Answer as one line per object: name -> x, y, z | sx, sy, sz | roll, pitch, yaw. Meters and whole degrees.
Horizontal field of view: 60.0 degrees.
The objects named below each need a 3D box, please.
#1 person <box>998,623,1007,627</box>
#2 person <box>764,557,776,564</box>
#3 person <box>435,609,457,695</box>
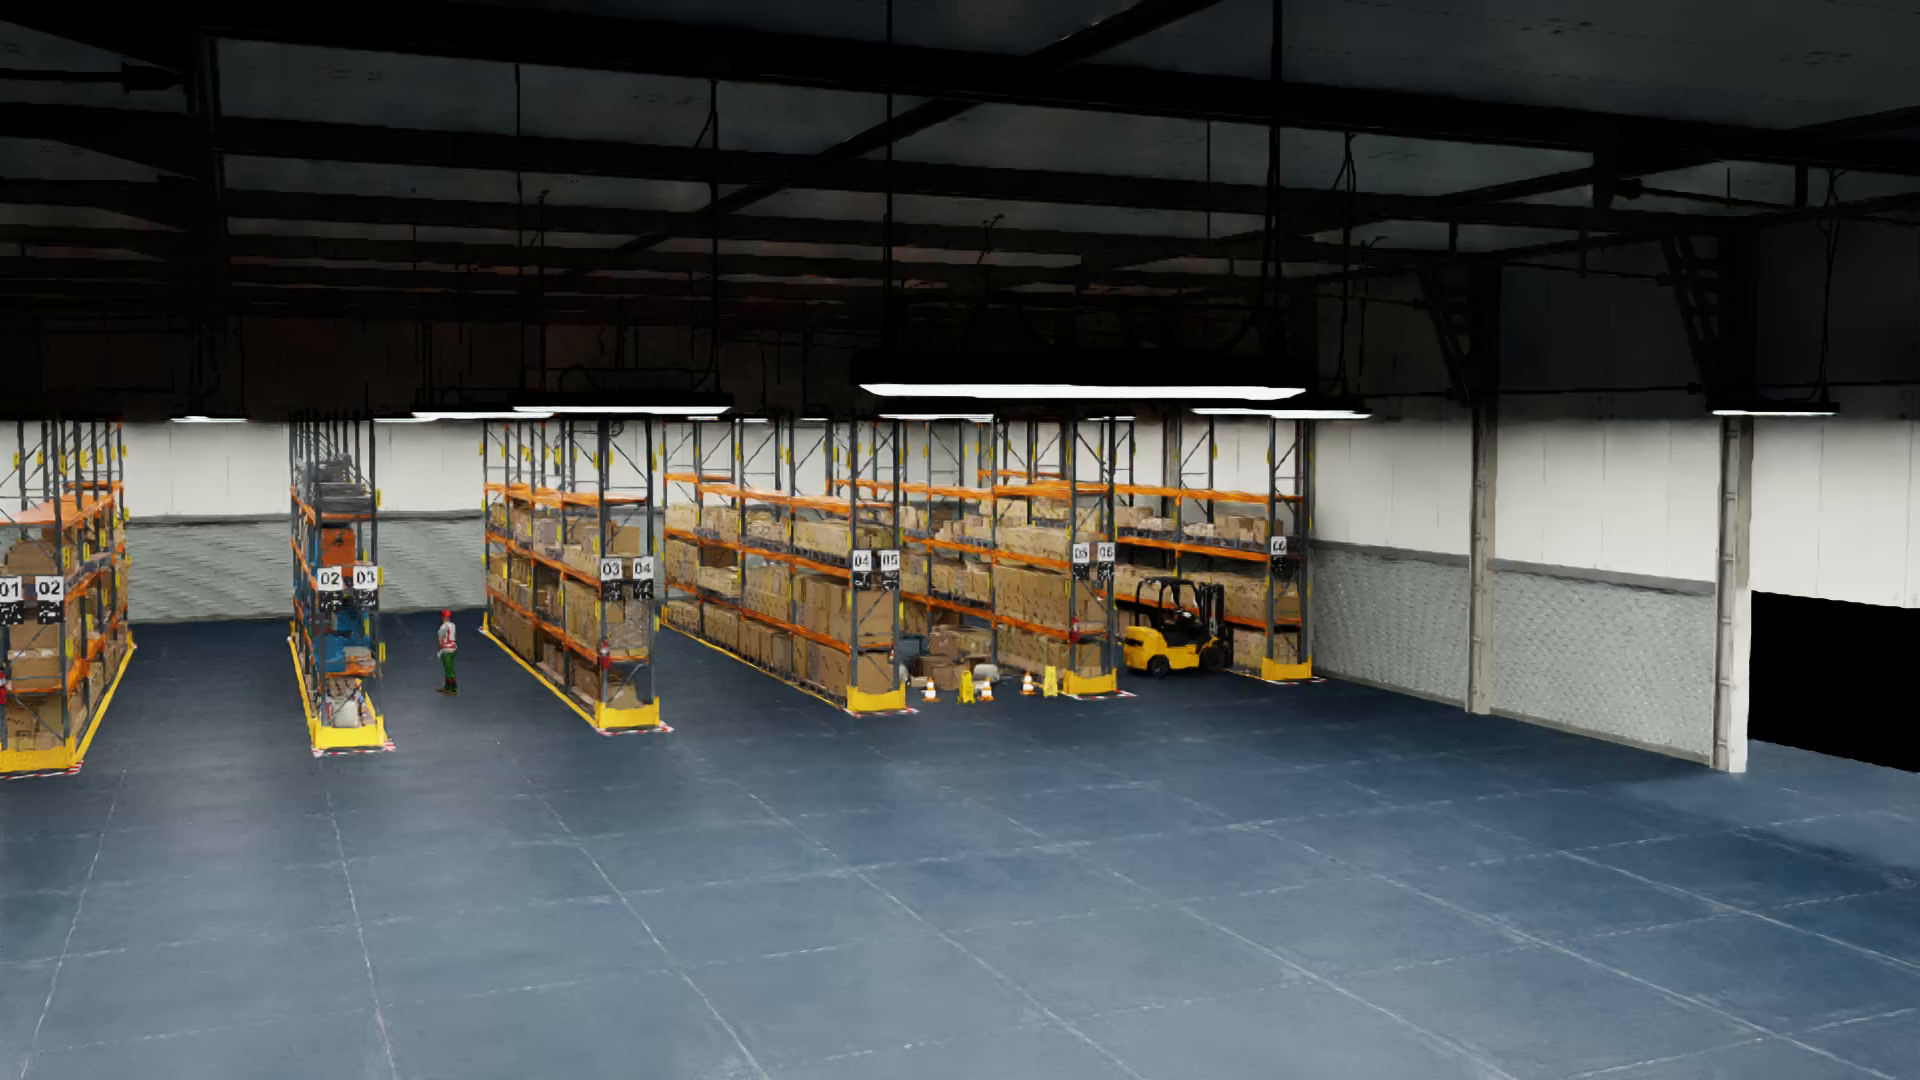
person -> 1.357, 1.618, 46.480 | 0.576, 1.666, 0.574 | 0, 4, -2
person -> -5.722, 1.276, 50.672 | 0.708, 1.777, 0.473 | 3, 5, 37
person -> -10.867, 2.355, 35.139 | 0.569, 1.786, 0.653 | 0, 4, 6
